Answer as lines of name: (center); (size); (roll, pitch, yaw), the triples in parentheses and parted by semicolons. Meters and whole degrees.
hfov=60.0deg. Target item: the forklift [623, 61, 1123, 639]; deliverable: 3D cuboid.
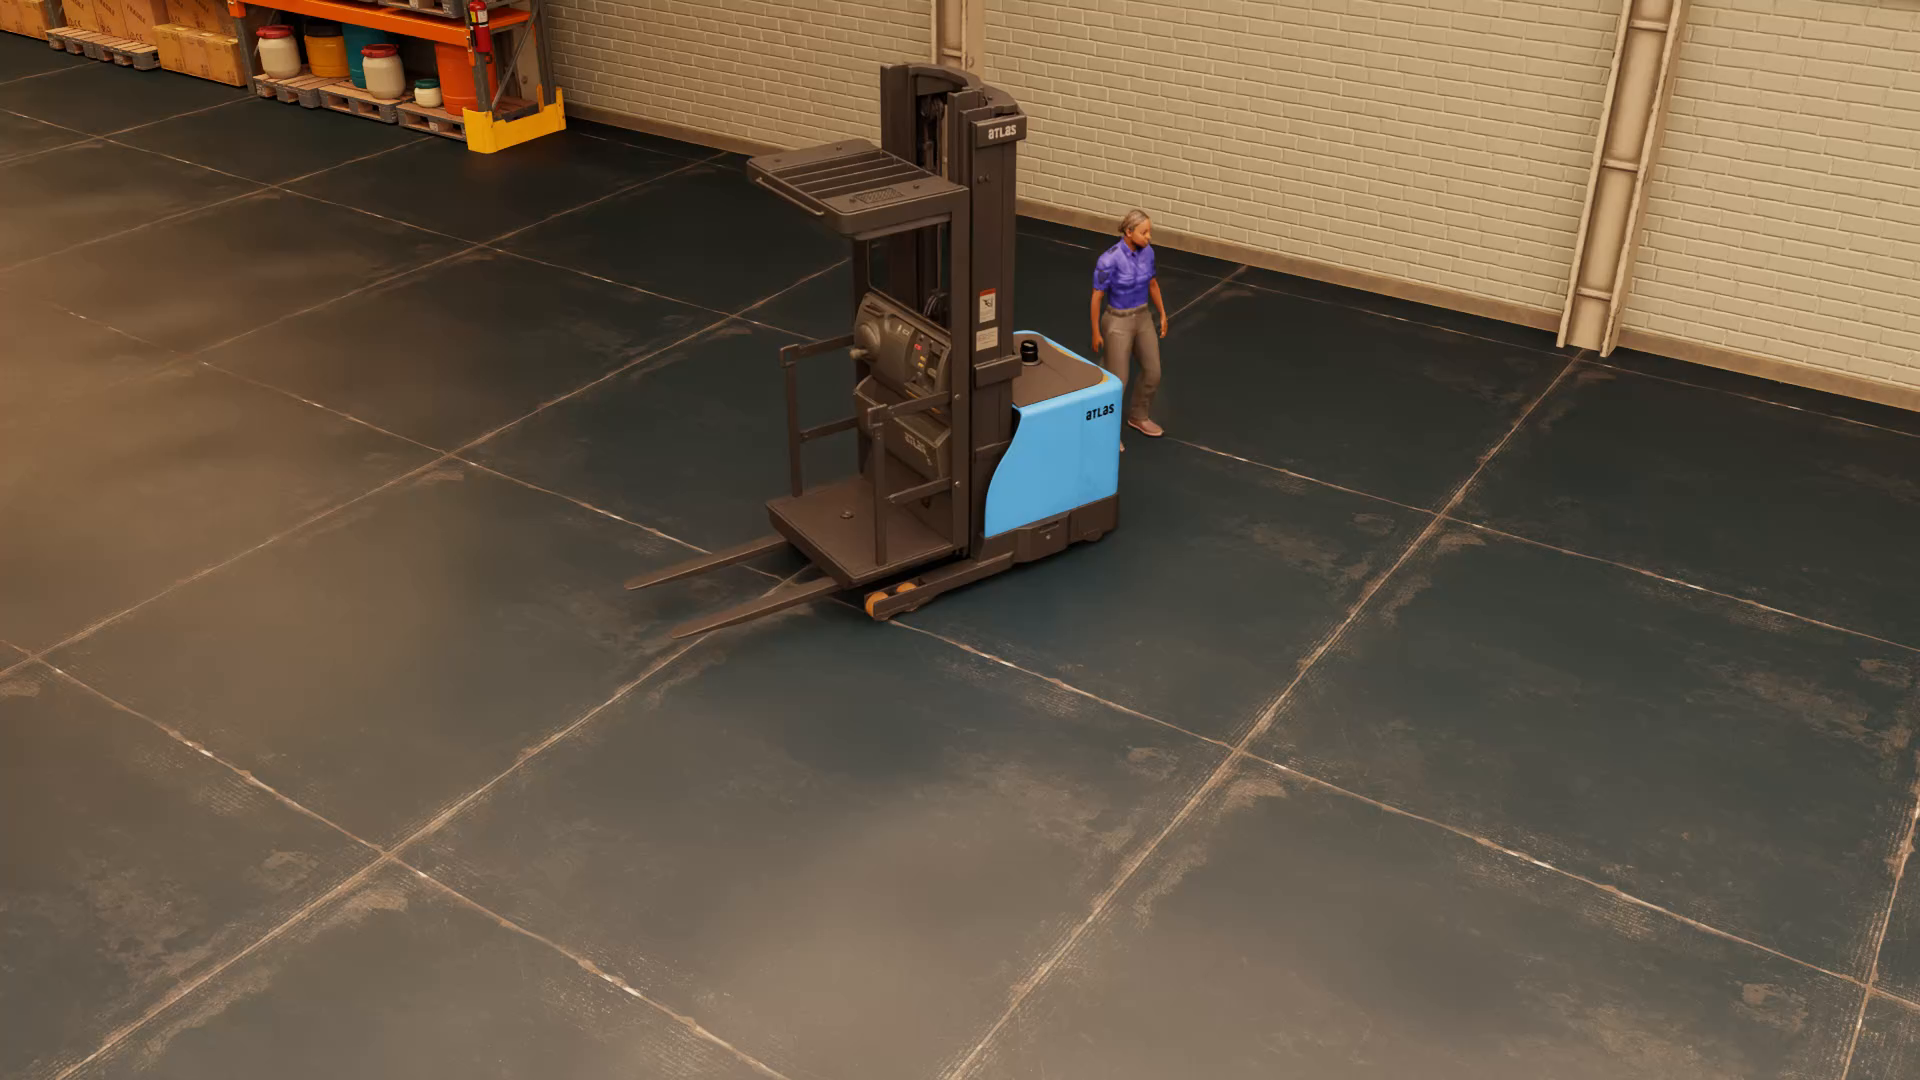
forklift: (-0.507, -1.097, 9.471); (3.031, 2.935, 1.130); (-19, 35, -29)

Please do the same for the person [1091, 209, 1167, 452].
person: (1.172, -1.448, 11.351); (0.603, 1.653, 0.376); (-20, 36, -30)
